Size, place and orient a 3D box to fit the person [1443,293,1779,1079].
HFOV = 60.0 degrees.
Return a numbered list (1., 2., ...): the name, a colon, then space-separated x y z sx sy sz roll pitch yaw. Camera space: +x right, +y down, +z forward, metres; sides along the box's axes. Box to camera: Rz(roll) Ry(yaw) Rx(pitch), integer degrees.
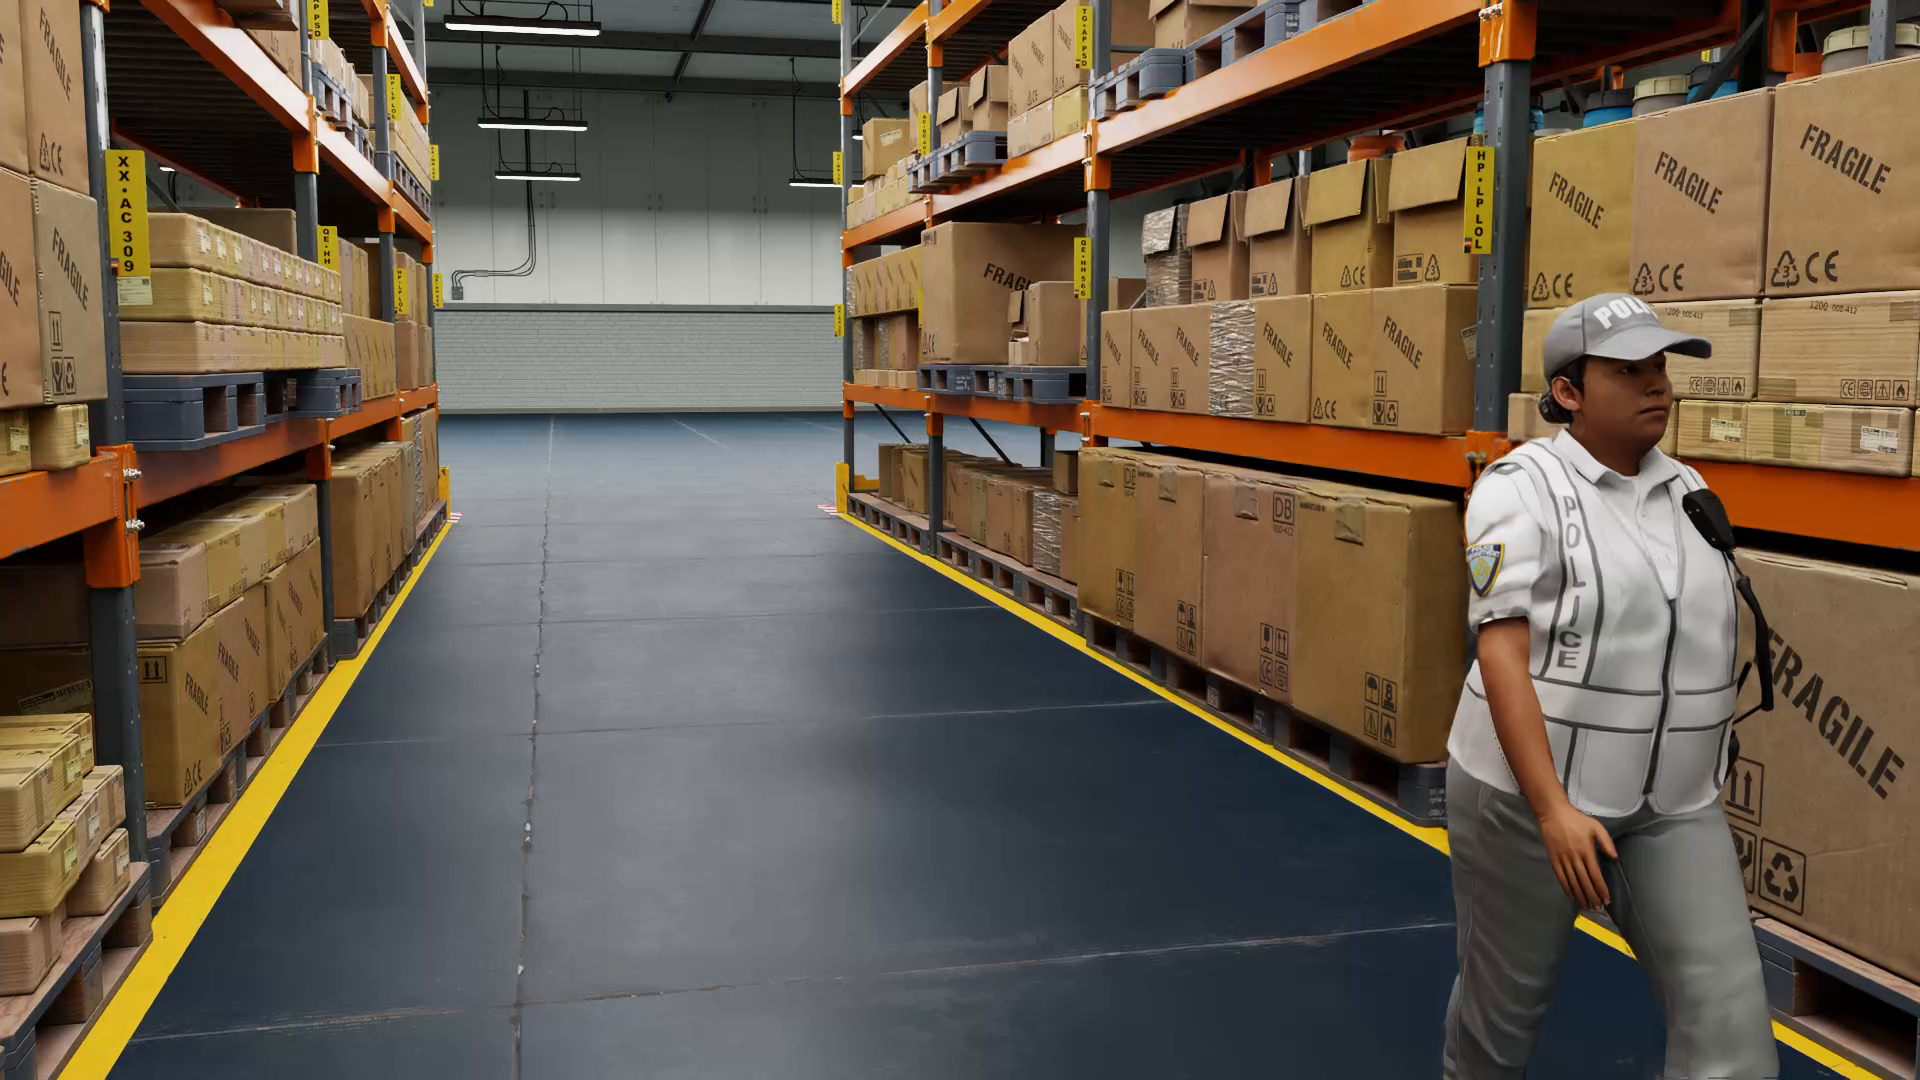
1. person: 1.051 0.443 2.645 0.474 1.664 0.837 -1 6 -11
